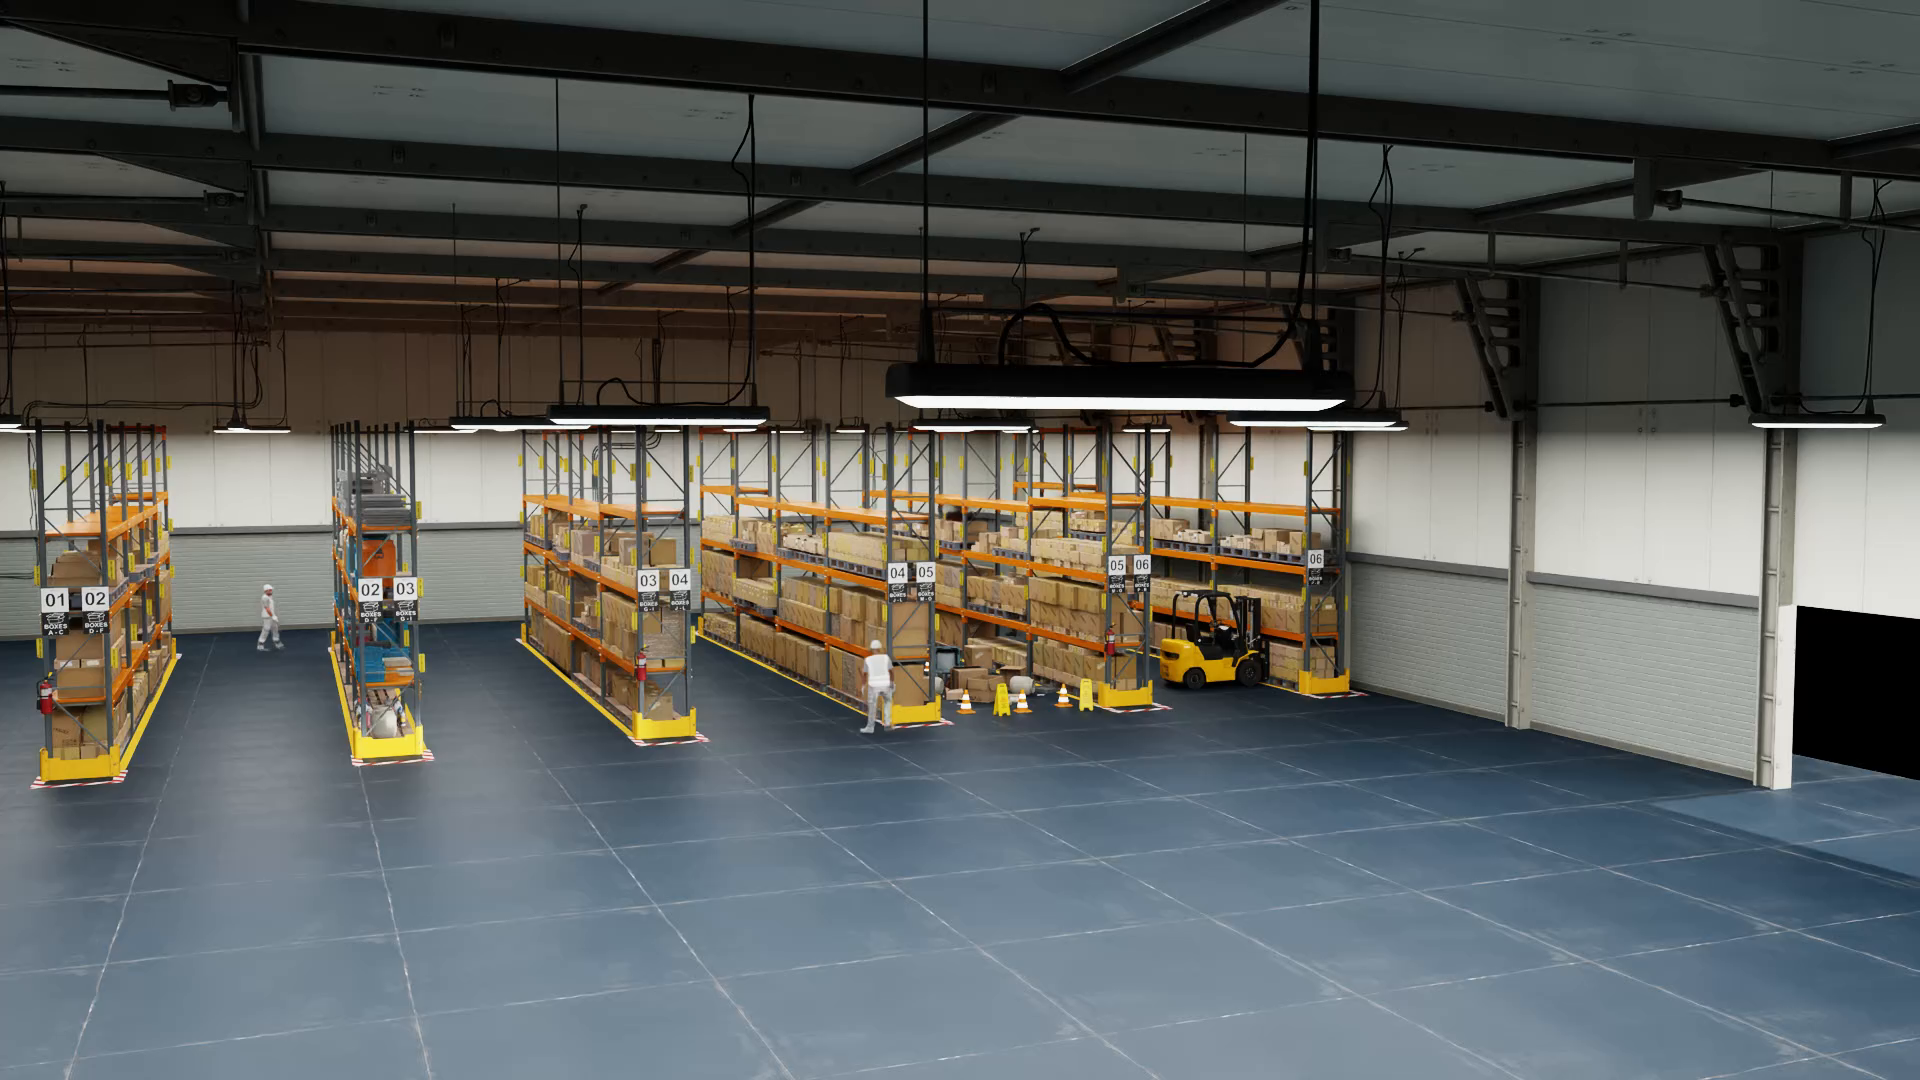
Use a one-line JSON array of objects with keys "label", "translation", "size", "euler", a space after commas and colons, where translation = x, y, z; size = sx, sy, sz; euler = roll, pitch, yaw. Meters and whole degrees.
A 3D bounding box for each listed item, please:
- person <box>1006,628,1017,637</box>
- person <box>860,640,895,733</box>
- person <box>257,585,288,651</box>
[{"label": "person", "translation": [1.435, 1.820, 46.177], "size": [0.394, 1.717, 0.588], "euler": [-1, 4, -17]}, {"label": "person", "translation": [-1.565, 2.818, 32.016], "size": [0.658, 1.786, 0.425], "euler": [-1, 4, -16]}, {"label": "person", "translation": [-18.242, 2.077, 44.118], "size": [0.799, 1.792, 0.606], "euler": [-2, 4, -30]}]
